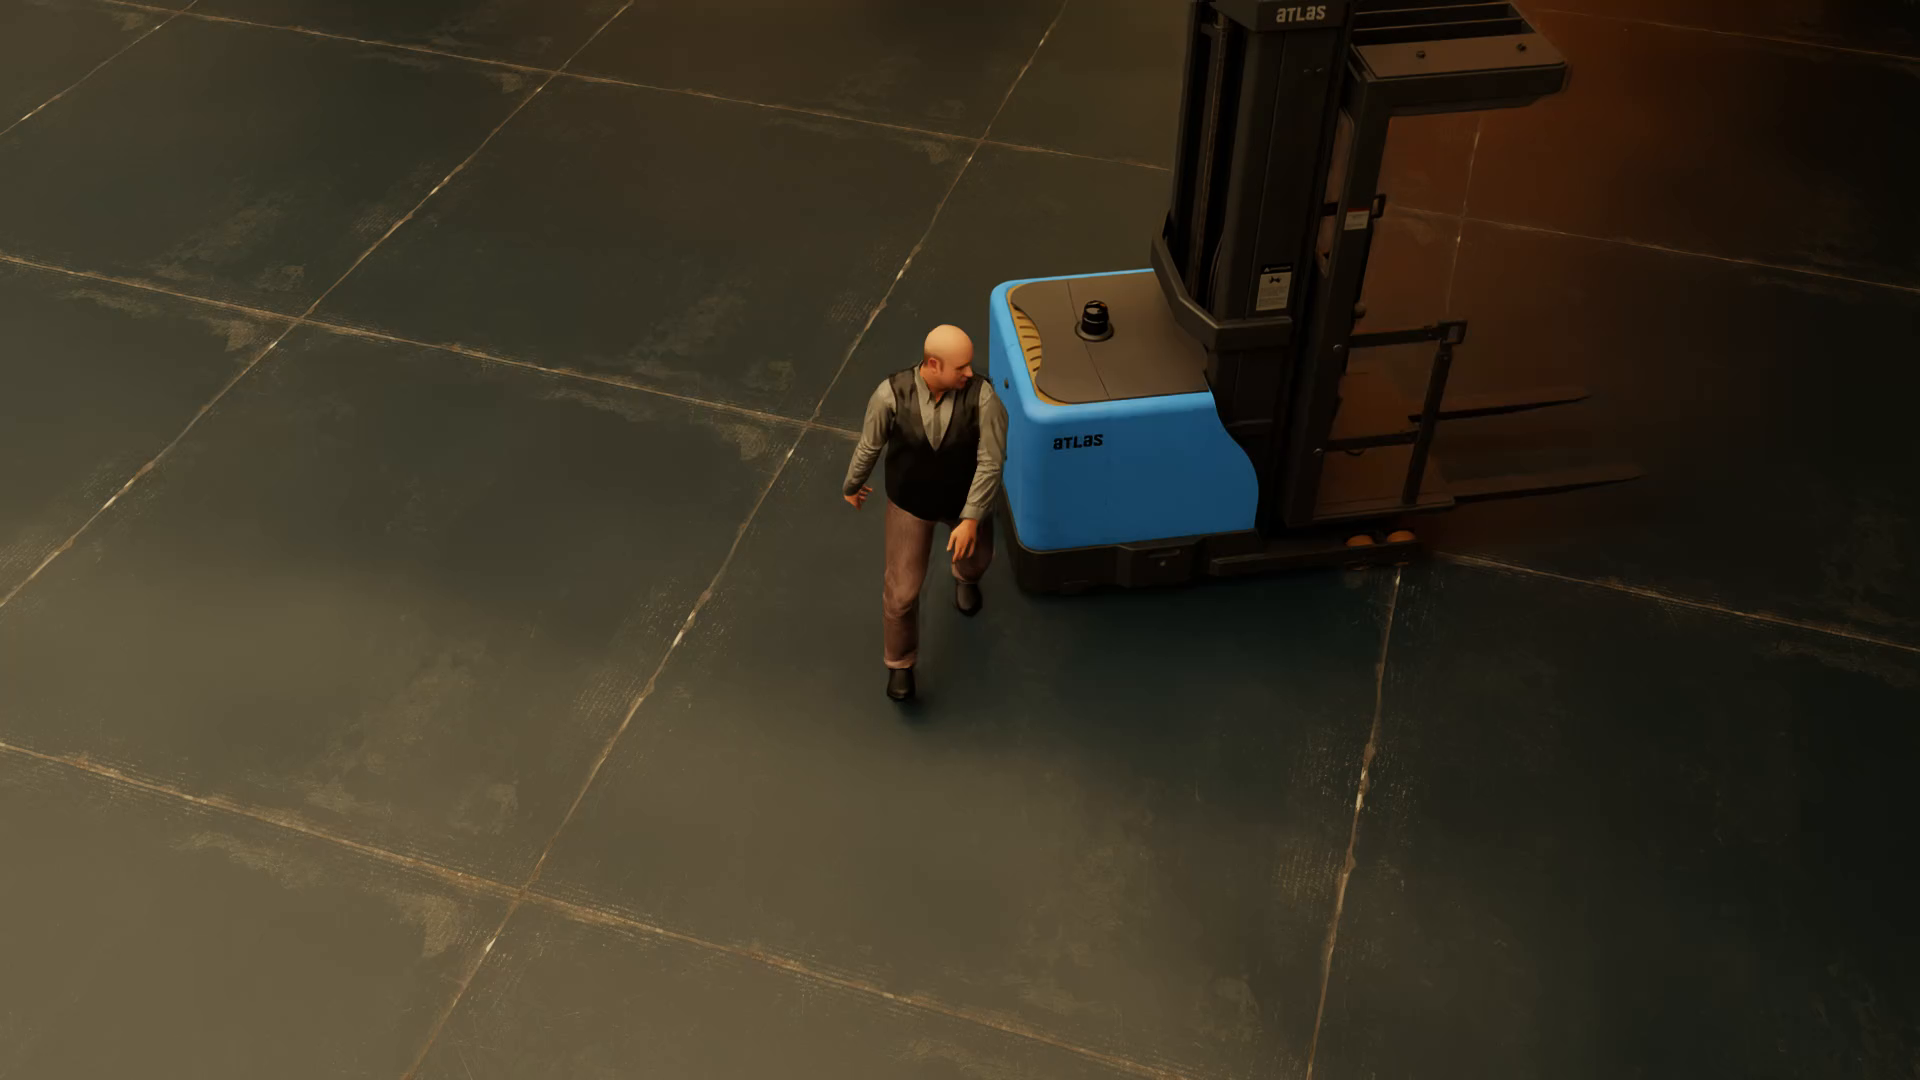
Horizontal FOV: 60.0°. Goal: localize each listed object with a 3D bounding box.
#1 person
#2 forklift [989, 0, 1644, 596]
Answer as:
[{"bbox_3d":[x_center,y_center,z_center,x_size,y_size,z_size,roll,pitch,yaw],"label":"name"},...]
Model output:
[{"bbox_3d":[-0.139,-0.148,6.809,0.670,1.656,0.866,-4,43,-4],"label":"person"},{"bbox_3d":[1.685,-1.287,7.072,3.031,2.935,1.130,-6,43,-6],"label":"forklift"}]
